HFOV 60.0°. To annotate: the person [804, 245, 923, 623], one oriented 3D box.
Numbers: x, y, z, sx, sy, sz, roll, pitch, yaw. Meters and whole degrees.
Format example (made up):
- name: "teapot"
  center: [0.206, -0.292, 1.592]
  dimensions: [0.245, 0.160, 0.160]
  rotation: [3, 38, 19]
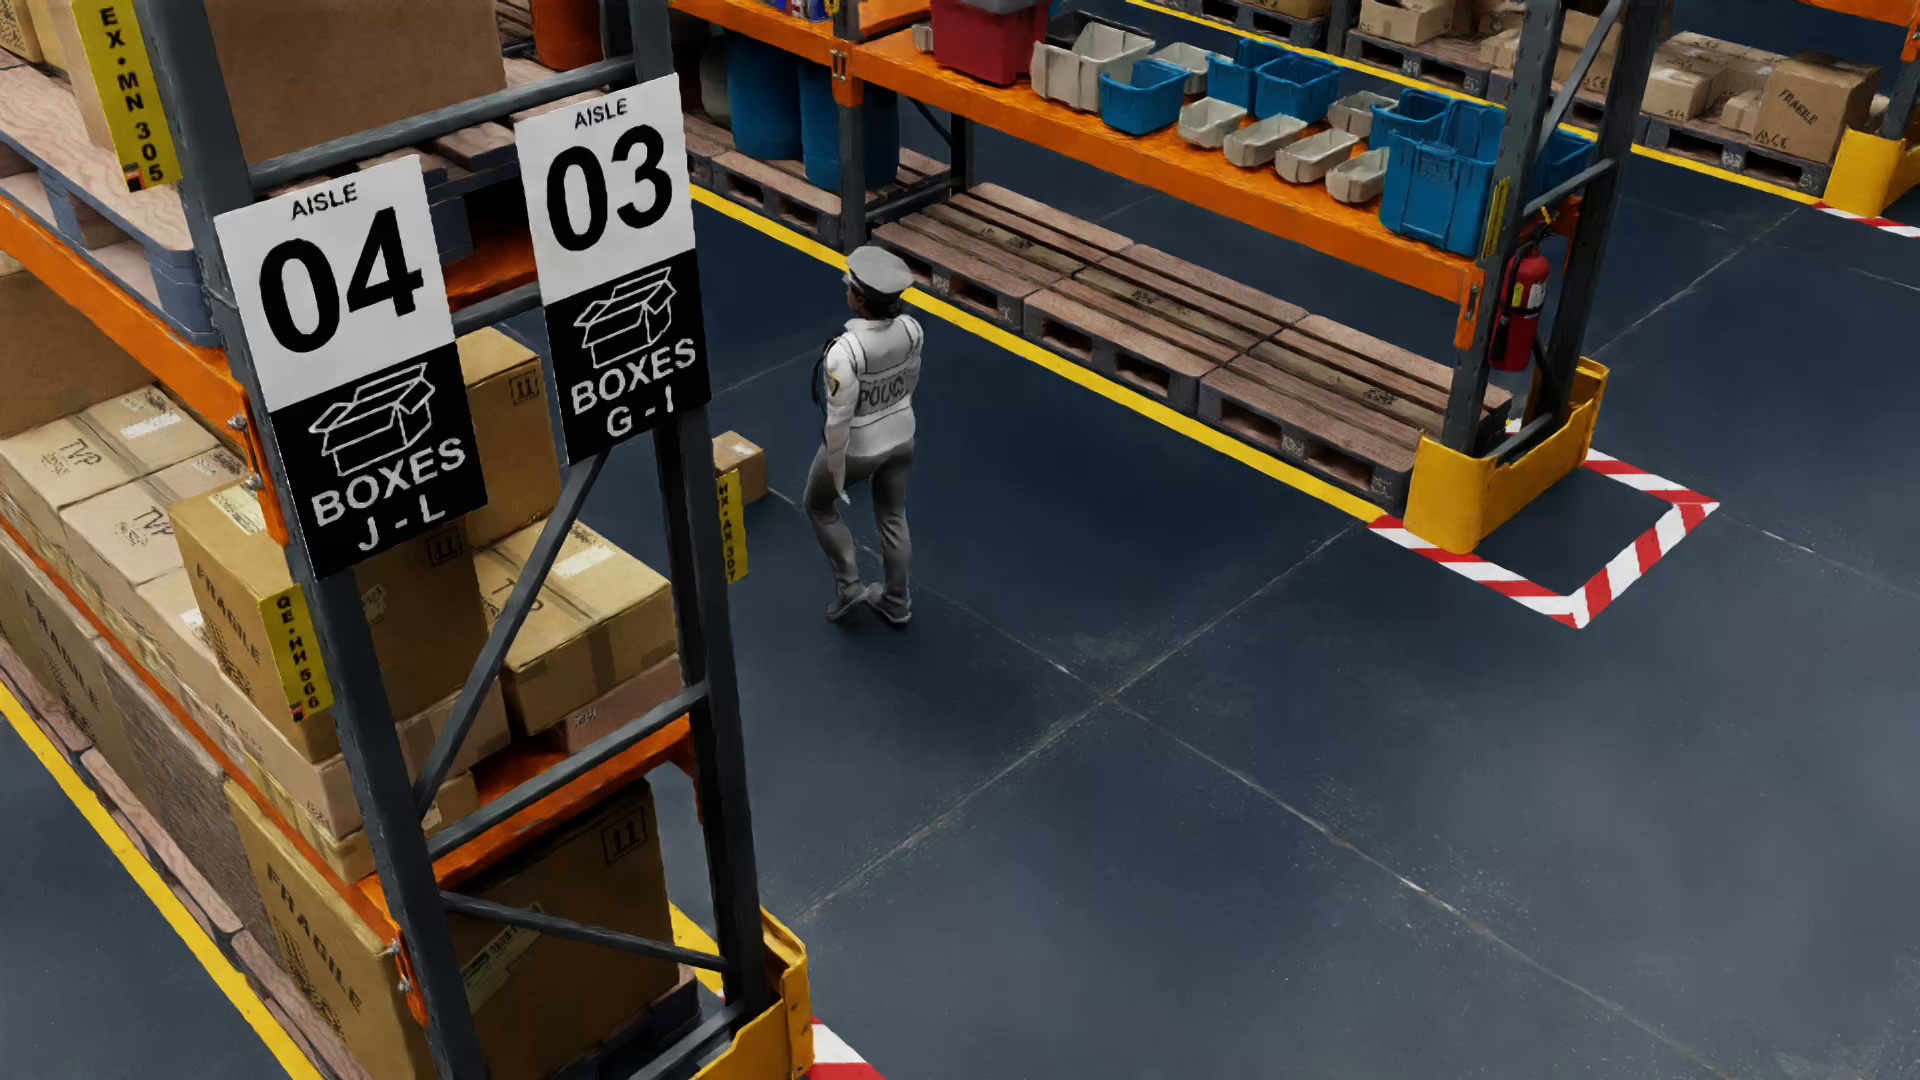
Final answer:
- name: "person"
  center: [-0.377, -0.386, 6.651]
  dimensions: [0.501, 1.726, 0.449]
  rotation: [-24, 42, -29]
